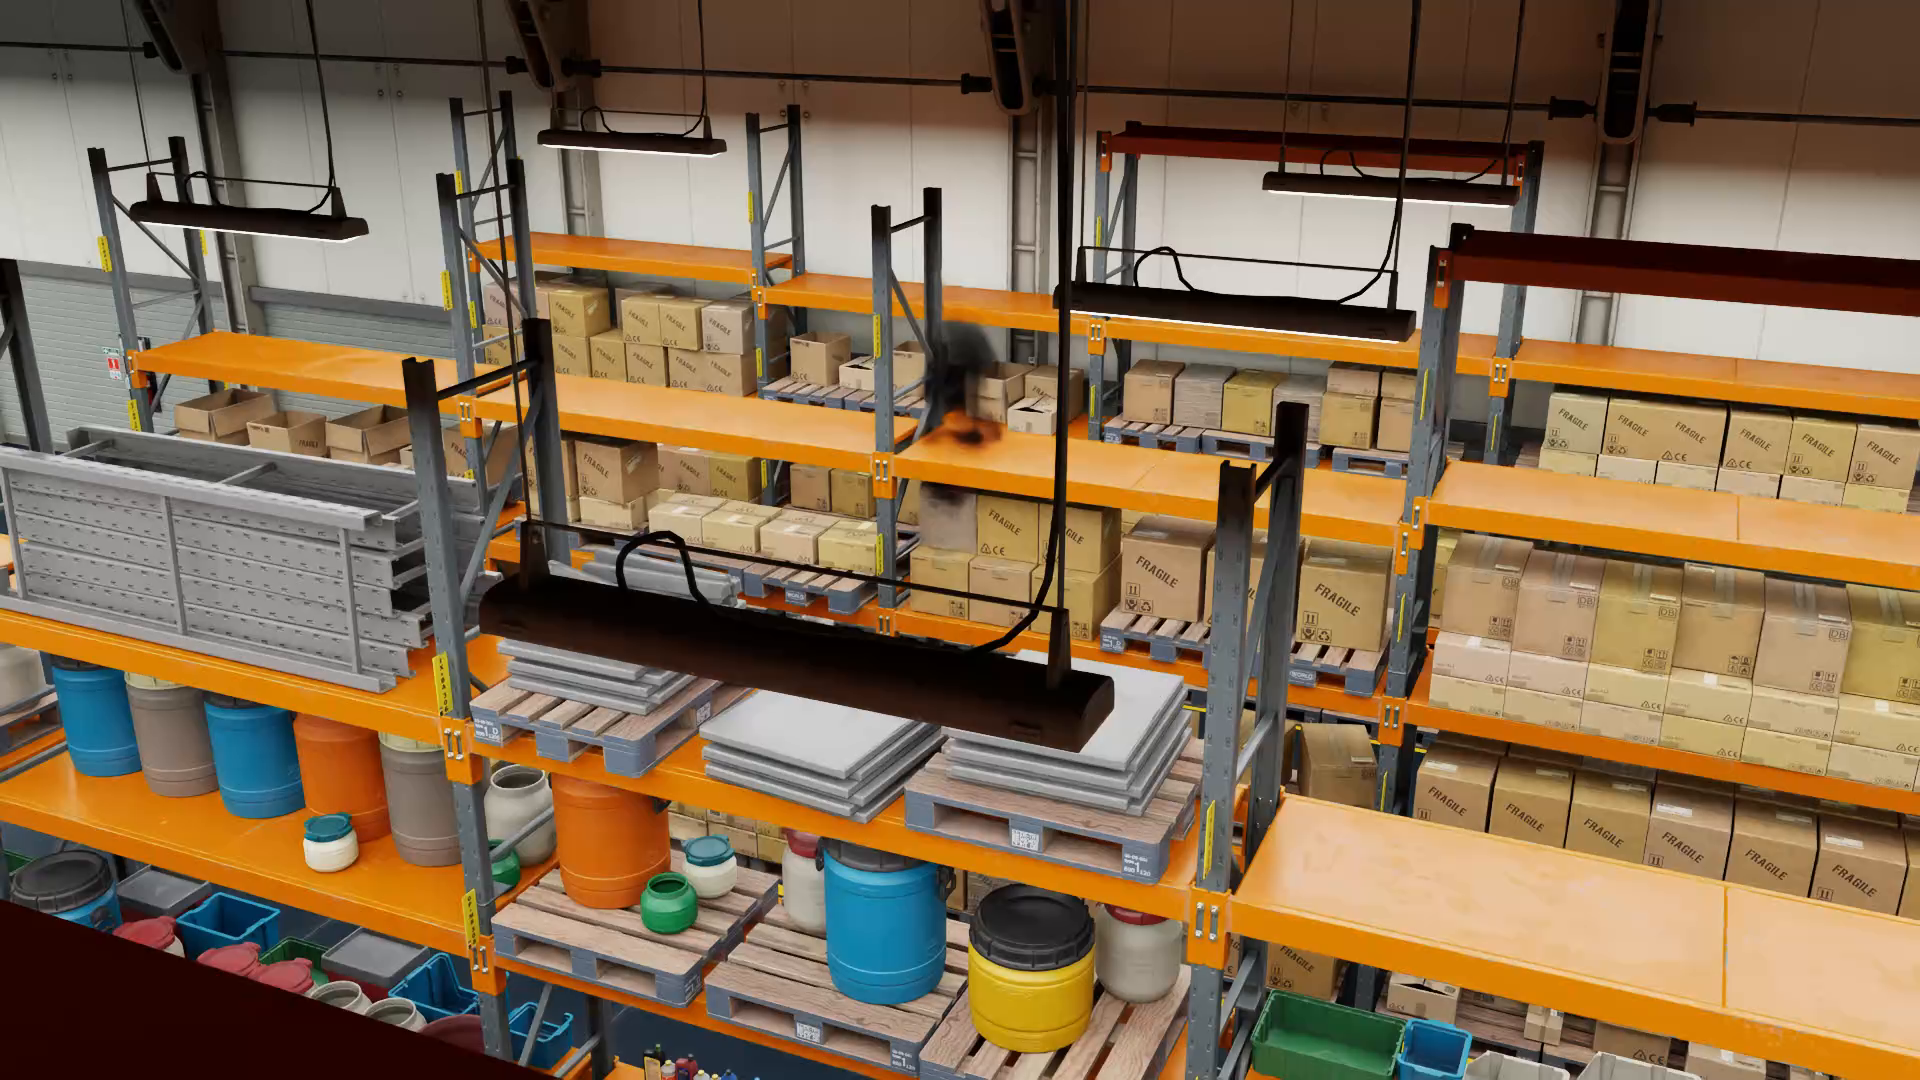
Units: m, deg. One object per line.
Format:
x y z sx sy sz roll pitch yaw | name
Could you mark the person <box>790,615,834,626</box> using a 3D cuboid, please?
-1.404 1.208 16.866 0.956 1.777 0.696 6 21 17 | person
